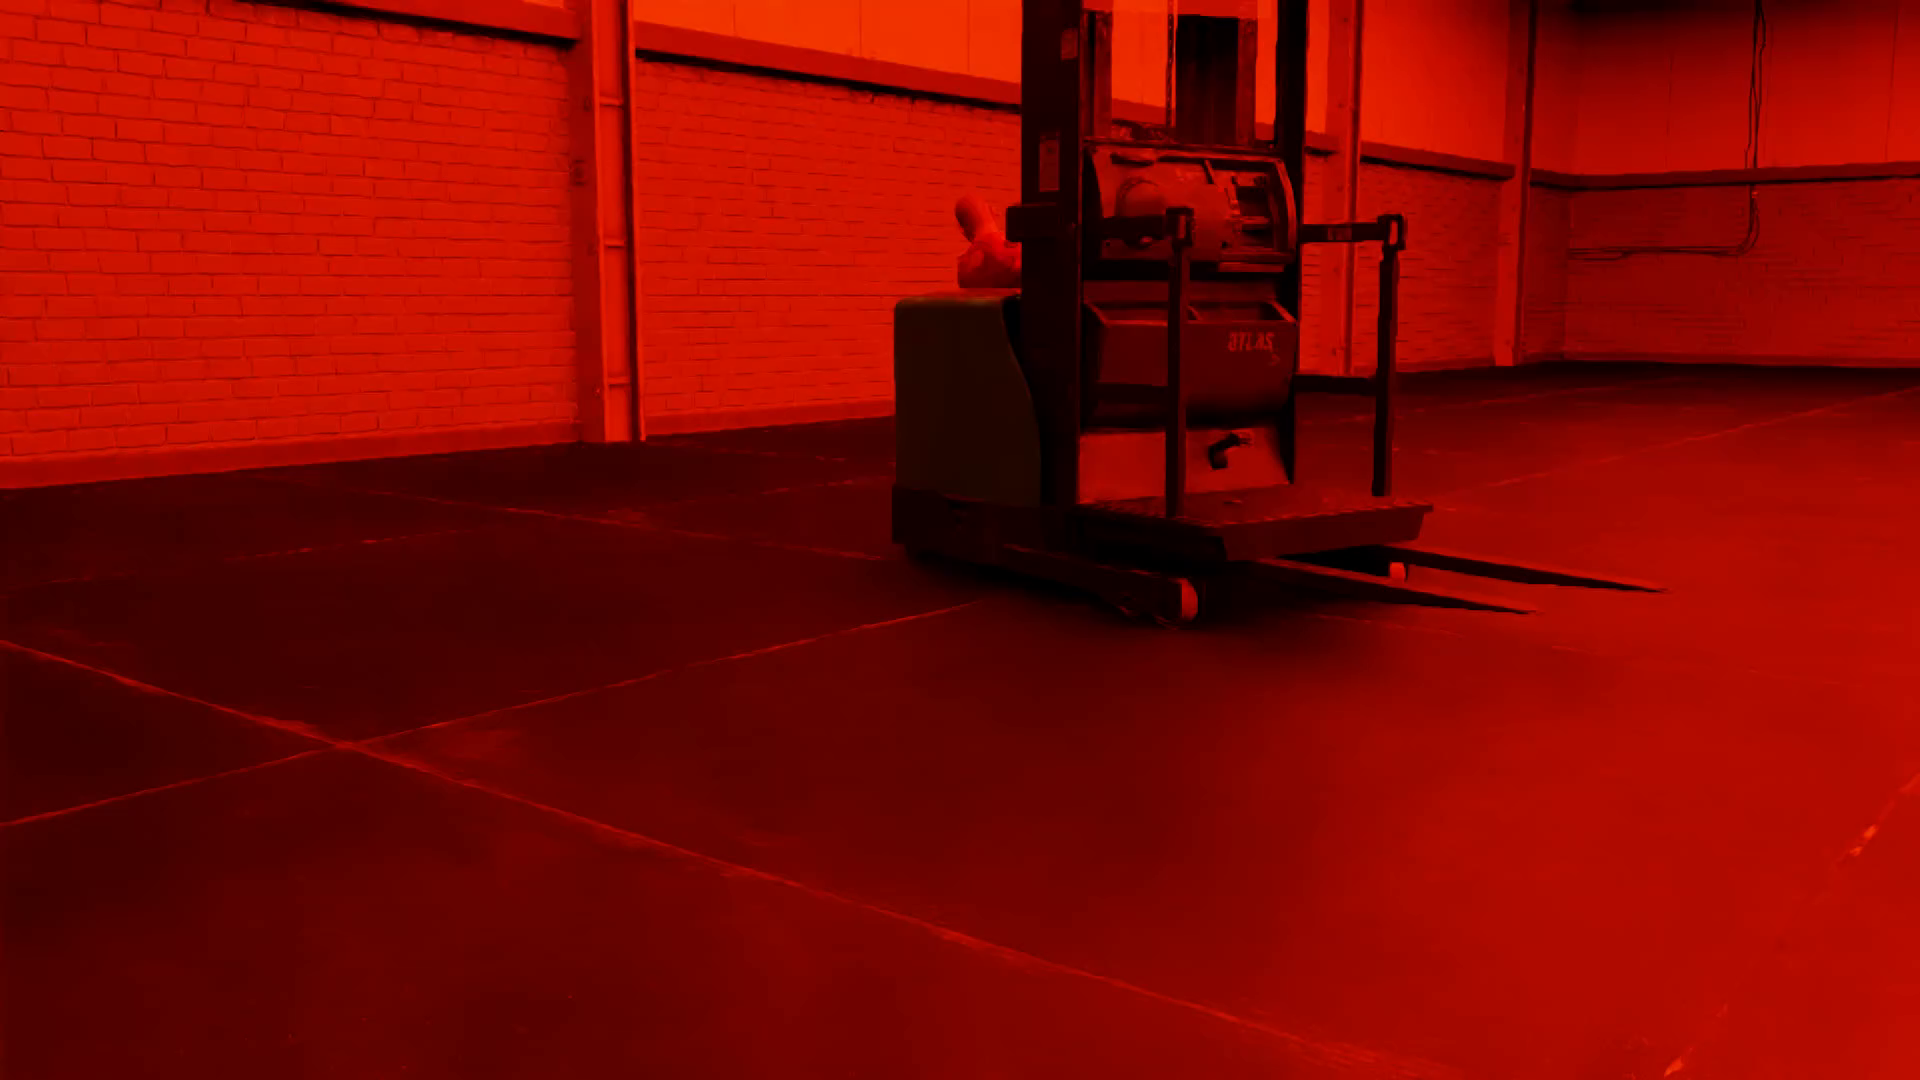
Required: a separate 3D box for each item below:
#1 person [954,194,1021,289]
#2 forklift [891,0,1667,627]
[{"bbox_3d":[0.399,-0.819,7.612,0.953,1.502,0.811,5,10,32],"label":"person"},{"bbox_3d":[0.961,-1.243,5.777,1.130,2.935,3.031,-6,10,-34],"label":"forklift"}]
